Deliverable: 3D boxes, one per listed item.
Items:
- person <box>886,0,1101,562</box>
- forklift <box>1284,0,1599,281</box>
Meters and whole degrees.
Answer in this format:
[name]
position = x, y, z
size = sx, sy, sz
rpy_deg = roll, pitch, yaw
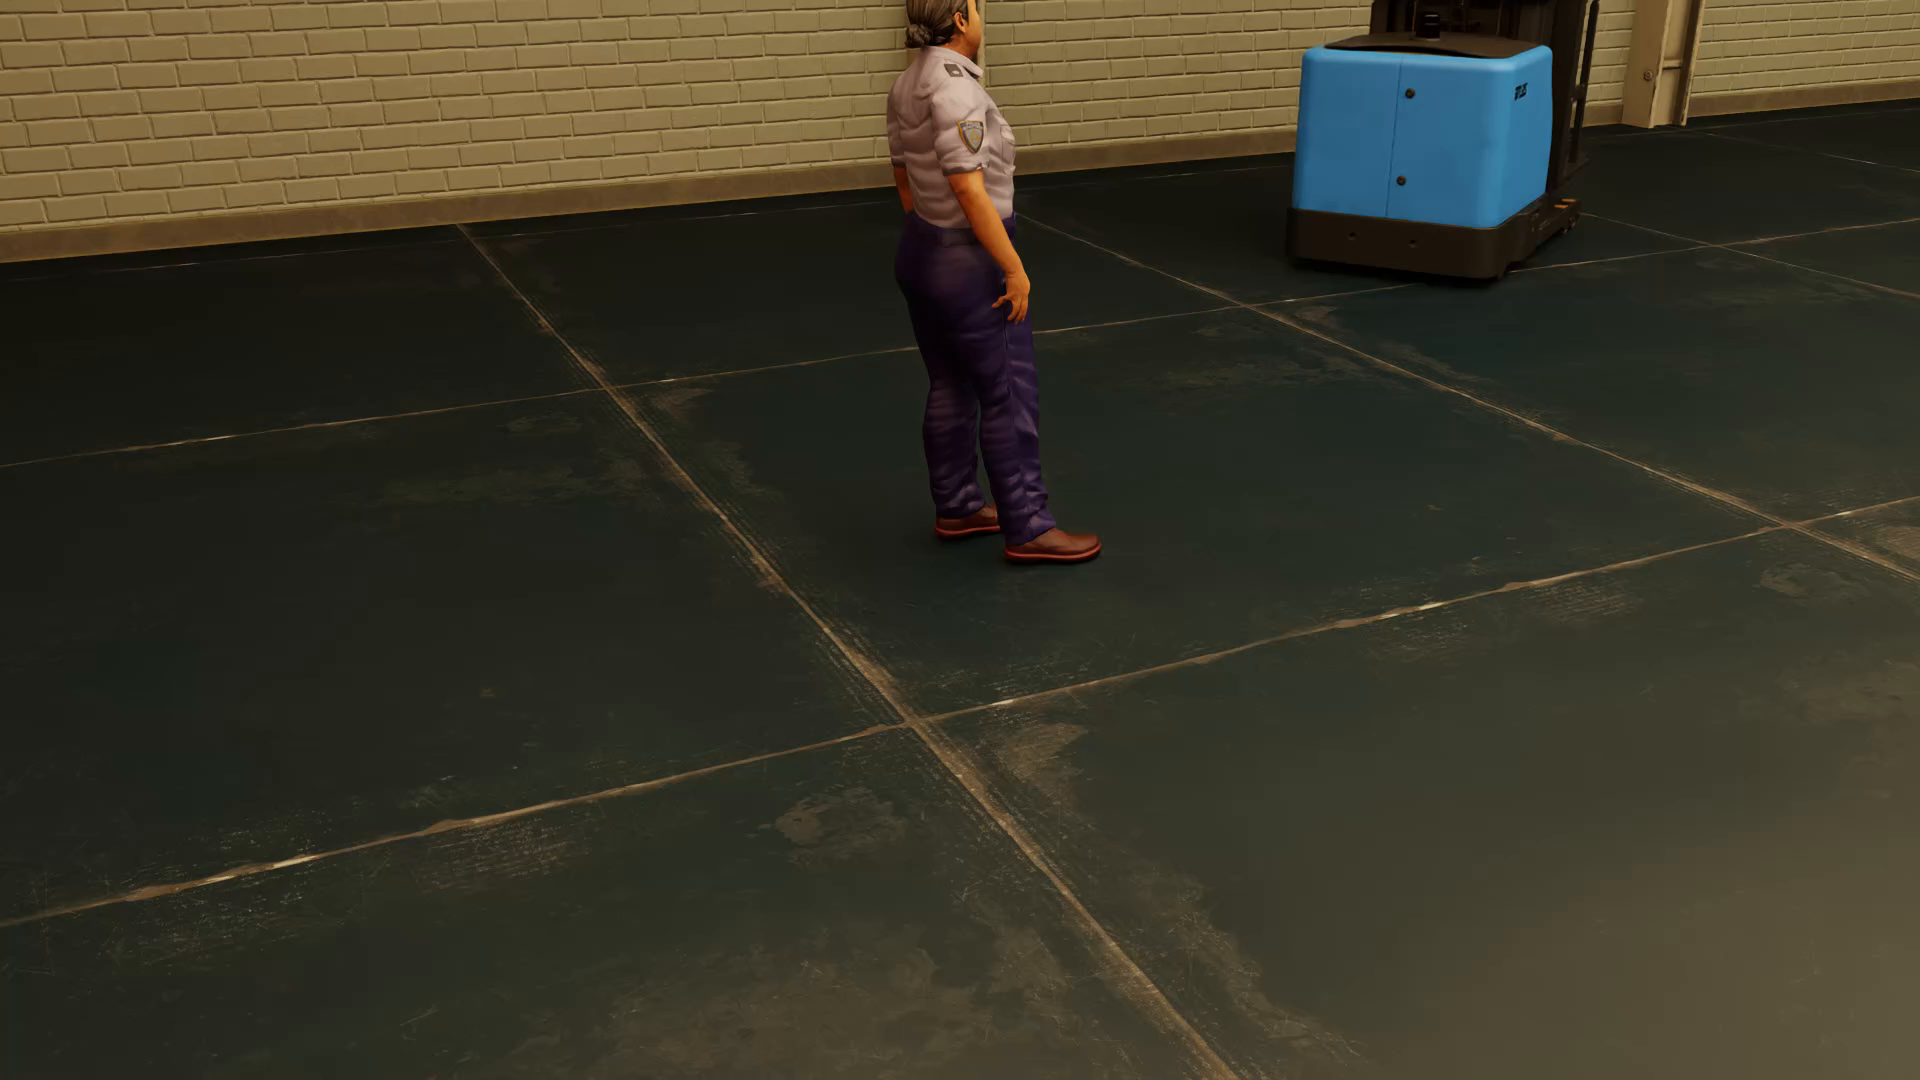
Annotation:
[person]
position = 0.091, -0.774, 4.804
size = 0.502, 1.651, 0.598
rpy_deg = -10, 25, -23
[forklift]
position = 2.827, -3.116, 8.787
size = 1.130, 2.935, 3.031
rpy_deg = 13, 26, 28
